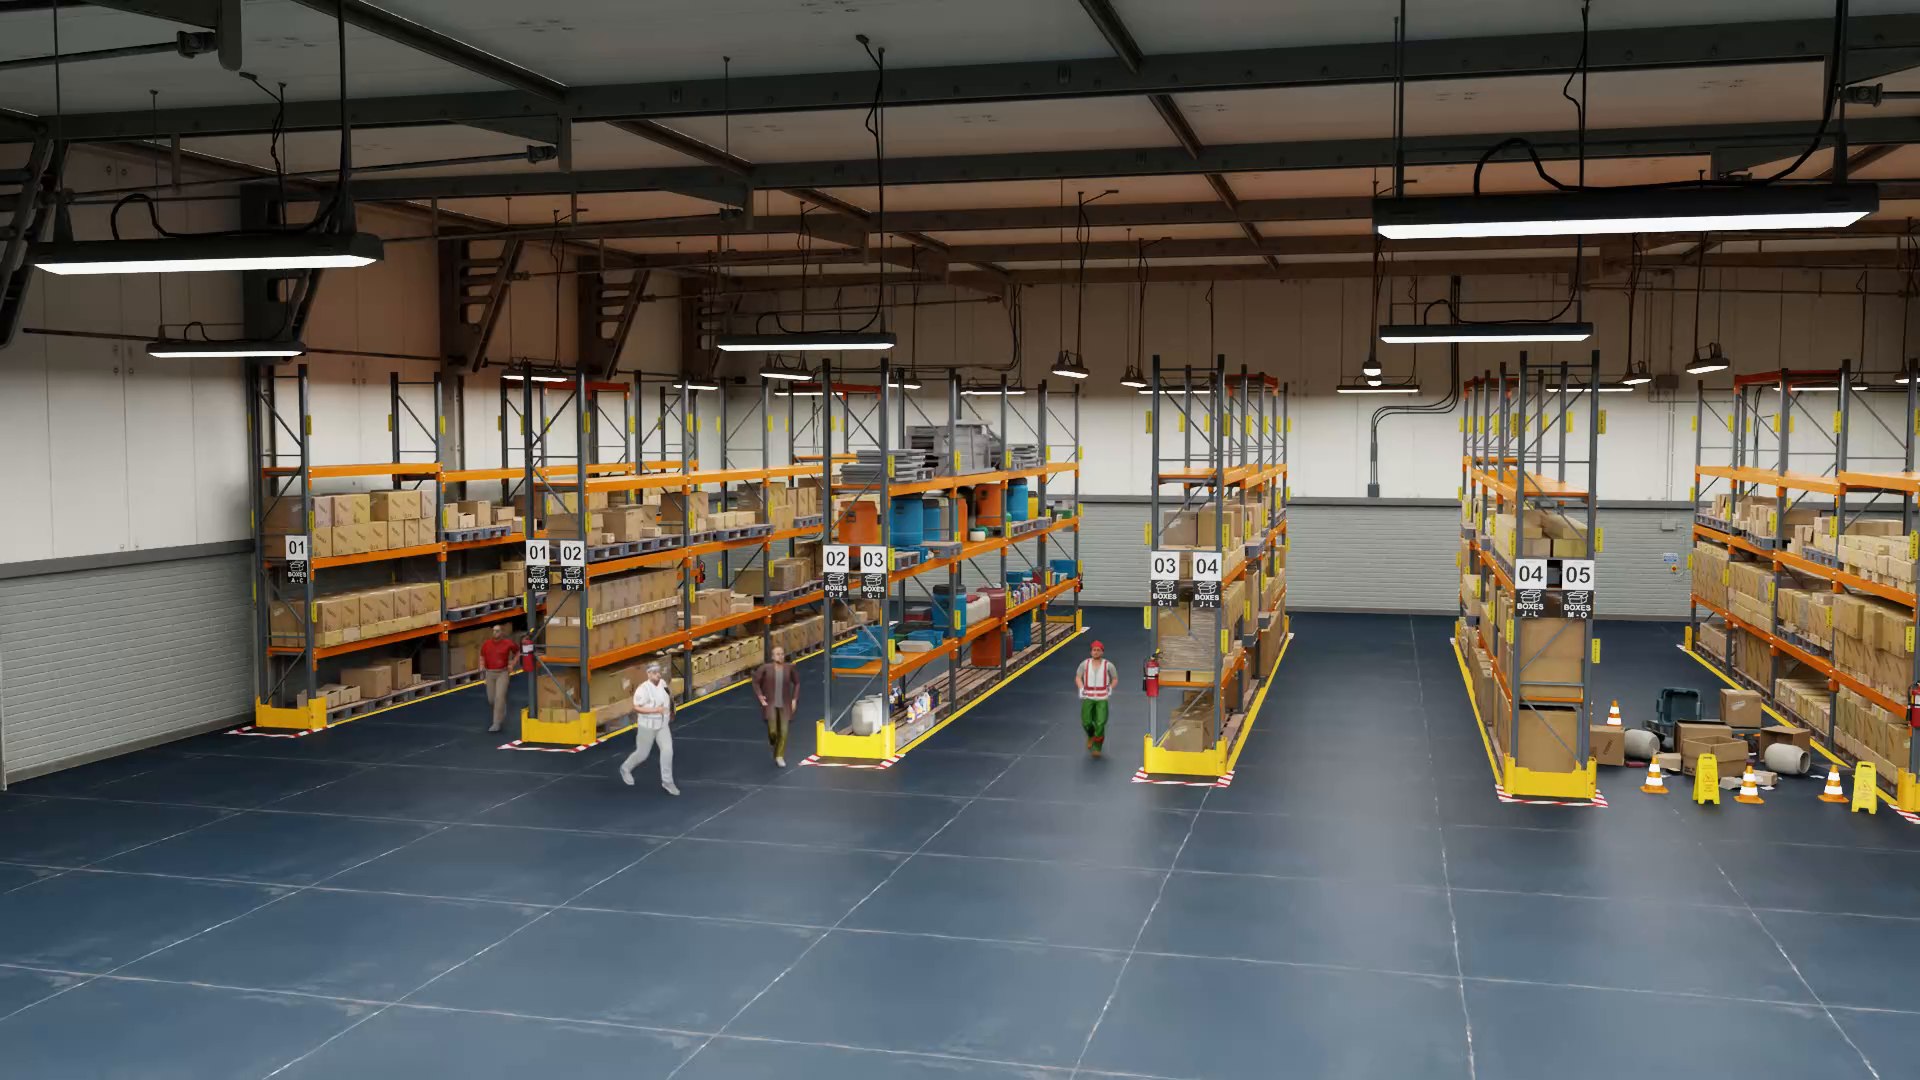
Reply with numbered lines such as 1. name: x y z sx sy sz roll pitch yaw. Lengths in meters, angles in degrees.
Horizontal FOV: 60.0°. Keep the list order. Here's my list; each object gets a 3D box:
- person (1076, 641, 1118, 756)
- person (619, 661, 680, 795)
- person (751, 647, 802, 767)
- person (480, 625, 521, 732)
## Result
1. person: 2.059 2.398 25.135 0.652 1.736 0.612 1 4 10
2. person: -4.224 2.546 22.762 0.983 1.814 0.672 4 5 42
3. person: -2.696 2.451 24.562 0.744 1.745 0.578 -1 4 -13
4. person: -7.628 2.256 27.511 0.663 1.722 0.901 0 4 5
